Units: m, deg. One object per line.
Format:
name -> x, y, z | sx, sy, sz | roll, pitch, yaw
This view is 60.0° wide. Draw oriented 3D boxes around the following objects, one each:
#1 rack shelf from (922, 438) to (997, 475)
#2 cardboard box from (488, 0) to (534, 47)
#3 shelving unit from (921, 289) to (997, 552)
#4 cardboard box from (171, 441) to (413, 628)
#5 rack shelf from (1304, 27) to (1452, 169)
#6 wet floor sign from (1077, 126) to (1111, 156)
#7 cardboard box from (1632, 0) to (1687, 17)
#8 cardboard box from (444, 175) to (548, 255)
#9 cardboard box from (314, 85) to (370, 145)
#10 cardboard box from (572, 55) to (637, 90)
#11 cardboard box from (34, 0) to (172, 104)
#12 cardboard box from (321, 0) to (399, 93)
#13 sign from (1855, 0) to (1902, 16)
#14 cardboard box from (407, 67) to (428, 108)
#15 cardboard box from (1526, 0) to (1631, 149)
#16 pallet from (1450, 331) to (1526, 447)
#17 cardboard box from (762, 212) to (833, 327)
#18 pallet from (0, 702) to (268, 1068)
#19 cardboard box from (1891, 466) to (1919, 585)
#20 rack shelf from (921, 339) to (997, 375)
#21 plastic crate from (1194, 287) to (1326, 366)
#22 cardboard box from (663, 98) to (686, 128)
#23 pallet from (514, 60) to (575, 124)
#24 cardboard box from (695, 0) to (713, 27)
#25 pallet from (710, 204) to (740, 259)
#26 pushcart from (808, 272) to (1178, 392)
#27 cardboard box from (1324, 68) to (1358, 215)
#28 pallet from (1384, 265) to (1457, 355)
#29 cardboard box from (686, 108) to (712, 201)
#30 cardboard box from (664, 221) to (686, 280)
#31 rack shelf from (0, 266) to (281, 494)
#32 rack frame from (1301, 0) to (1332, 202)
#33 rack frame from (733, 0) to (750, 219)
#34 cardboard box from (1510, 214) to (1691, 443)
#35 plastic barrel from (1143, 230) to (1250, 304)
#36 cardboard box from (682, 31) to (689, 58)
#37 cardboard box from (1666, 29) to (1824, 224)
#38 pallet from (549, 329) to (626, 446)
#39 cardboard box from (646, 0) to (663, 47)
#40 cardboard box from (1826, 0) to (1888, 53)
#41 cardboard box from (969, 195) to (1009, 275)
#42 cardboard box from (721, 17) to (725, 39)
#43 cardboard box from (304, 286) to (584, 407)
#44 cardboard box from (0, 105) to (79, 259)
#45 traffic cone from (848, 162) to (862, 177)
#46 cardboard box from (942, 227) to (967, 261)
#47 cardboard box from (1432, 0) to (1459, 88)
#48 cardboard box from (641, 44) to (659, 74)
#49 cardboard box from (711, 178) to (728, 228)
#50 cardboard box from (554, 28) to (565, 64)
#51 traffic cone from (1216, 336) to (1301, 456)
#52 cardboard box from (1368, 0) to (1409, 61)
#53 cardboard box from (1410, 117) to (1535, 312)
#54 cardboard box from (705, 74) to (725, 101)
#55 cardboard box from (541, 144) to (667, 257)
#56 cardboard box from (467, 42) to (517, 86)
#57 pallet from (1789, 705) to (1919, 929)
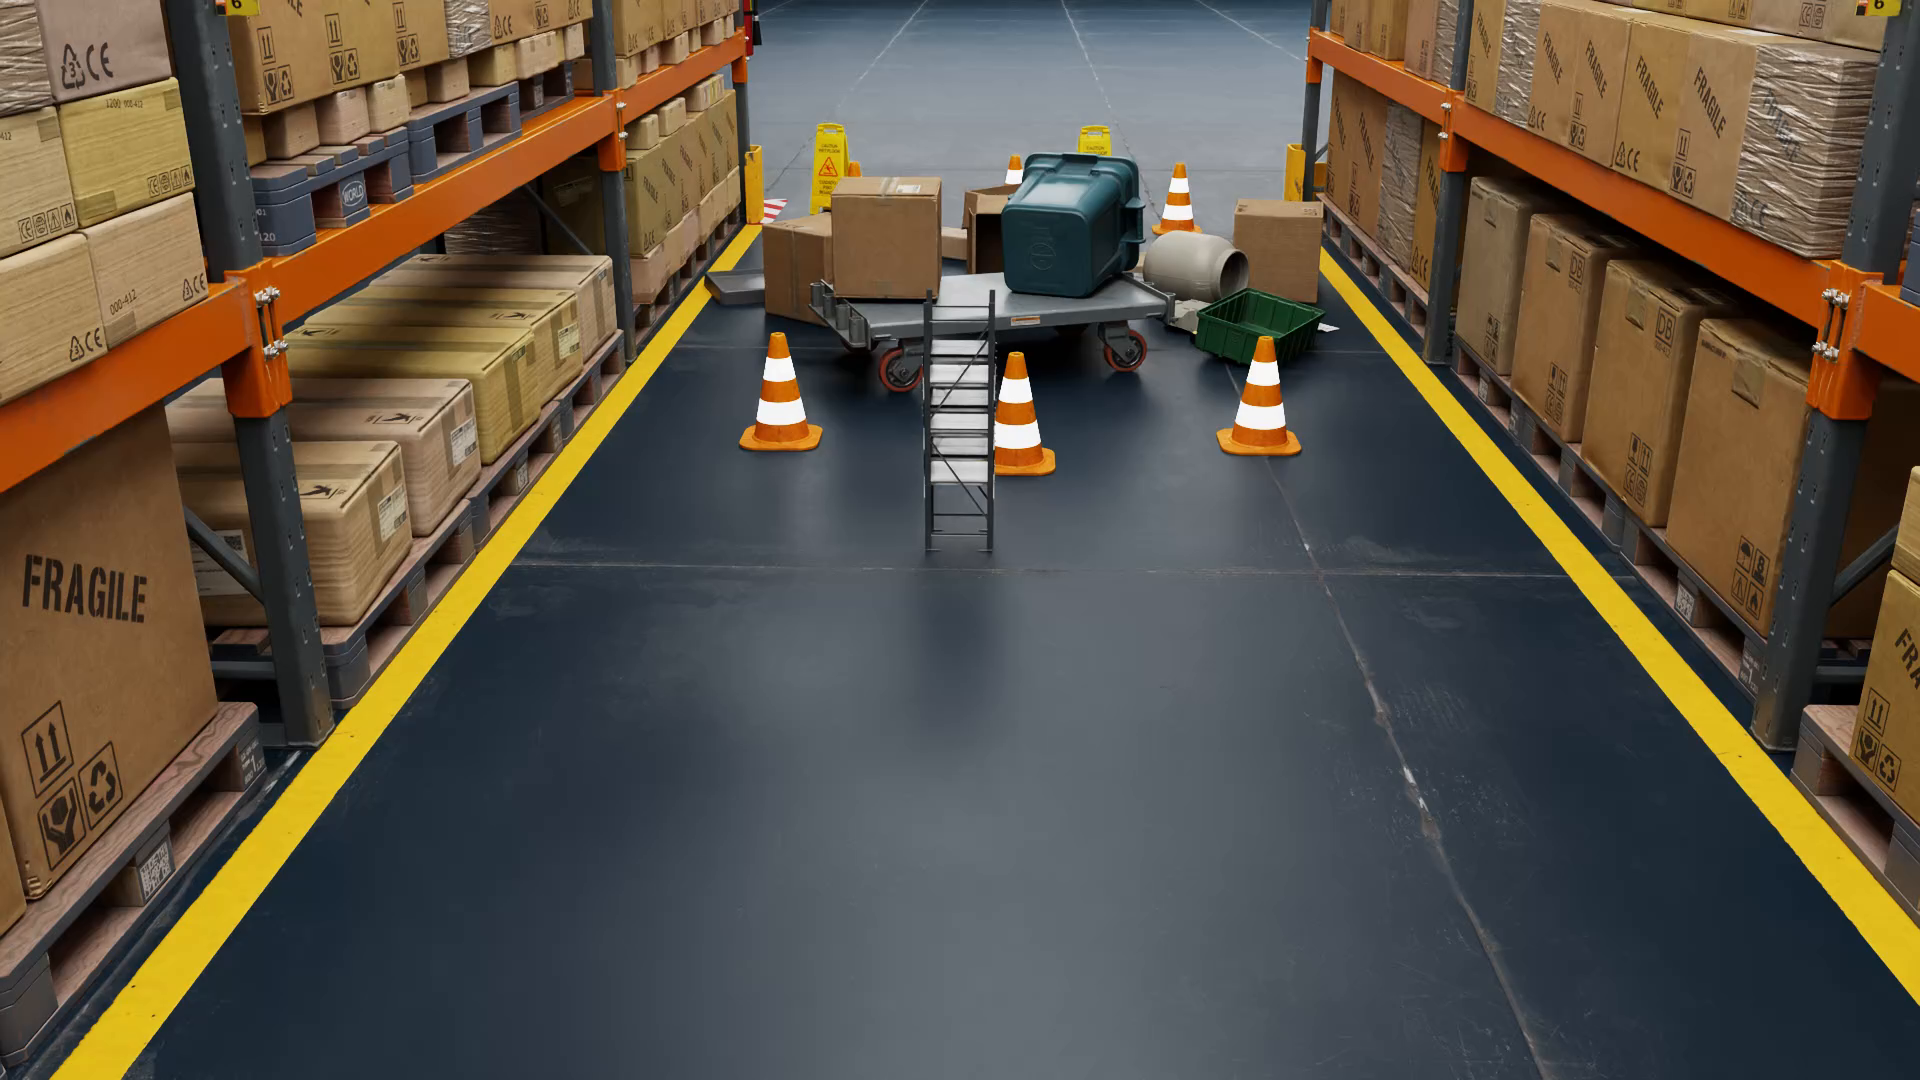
rack shelf -> 0.000, -0.302, 5.903 | 0.258, 0.077, 0.200 | 1, 21, 2
cardboard box -> -1.949, -2.143, 6.275 | 0.500, 0.500, 0.500 | 1, 21, 3
shelving unit -> 0.000, -0.417, 5.859 | 0.258, 0.900, 0.210 | 1, 21, 2
cardboard box -> -2.224, -0.026, 5.001 | 0.950, 0.372, 0.625 | -1, 21, -2
rack shelf -> 2.882, -2.667, 9.750 | 1.077, 0.370, 4.000 | 1, 21, 2
wet floor sign -> 0.965, -2.660, 11.993 | 0.267, 0.644, 0.232 | -3, 21, -8
cardboard box -> 2.766, -2.061, 5.674 | 0.700, 0.500, 0.500 | 0, 21, 1
cardboard box -> -2.379, -1.778, 8.647 | 0.500, 0.500, 0.500 | 0, 21, 1
cardboard box -> -1.959, -1.245, 4.858 | 0.380, 0.149, 0.250 | -1, 21, -2
cardboard box -> -1.799, -2.290, 8.132 | 0.380, 0.149, 0.250 | 1, 21, 1
cardboard box -> -2.005, -1.174, 3.387 | 0.500, 0.500, 0.500 | 0, 21, 0
cardboard box -> -1.997, -1.581, 4.826 | 0.500, 0.500, 0.500 | 2, 21, 4
sign -> 2.145, -1.378, 3.832 | 0.100, 0.325, 0.005 | 1, 21, 2
cardboard box -> -2.031, -1.535, 5.605 | 0.380, 0.149, 0.250 | 1, 21, 4
cardboard box -> 2.504, -1.775, 6.320 | 0.500, 0.500, 0.500 | 1, 21, 1
pallet -> 2.874, -0.699, 7.540 | 1.003, 0.211, 1.213 | 1, 21, 2
cardboard box -> -0.736, -1.505, 9.214 | 0.500, 0.500, 0.500 | 18, 27, 38
pallet -> -2.350, 0.733, 3.847 | 1.003, 0.211, 1.213 | 1, 21, 2
cardboard box -> 2.437, 0.034, 3.634 | 0.500, 0.250, 0.500 | 0, 21, -1
rack shelf -> 0.000, -0.637, 5.773 | 0.258, 0.077, 0.200 | 1, 21, 2
plastic crate -> 1.517, -1.072, 8.454 | 0.450, 0.188, 0.662 | 23, 29, 25
cardboard box -> -1.758, -2.401, 9.358 | 0.380, 0.149, 0.250 | 2, 21, 5
pallet -> -2.298, -1.933, 7.129 | 1.003, 0.211, 1.213 | 1, 21, 2
cardboard box -> -1.787, -3.368, 10.012 | 0.500, 0.500, 0.500 | 1, 21, 1
pallet -> -2.070, -2.123, 11.208 | 1.003, 0.211, 1.213 | 1, 21, 2
pushcart -> 0.151, -1.068, 8.259 | 1.648, 0.377, 0.936 | -7, 22, -17
cardboard box -> 2.989, -2.685, 11.158 | 0.875, 0.875, 0.875 | 1, 21, 2
pallet -> 2.923, -1.253, 8.967 | 1.003, 0.211, 1.213 | 1, 21, 2
cardboard box -> -1.806, -2.343, 10.105 | 0.500, 0.500, 0.500 | 0, 21, 0
cardboard box -> -1.836, -1.615, 9.264 | 0.500, 0.250, 0.500 | 2, 21, 5
rack shelf -> -2.312, 0.208, 2.342 | 1.077, 0.370, 4.000 | 1, 21, 2
rack frame -> 2.943, -3.725, 11.484 | 1.000, 3.000, 0.127 | 1, 21, 2
rack frame -> -2.007, -3.743, 11.530 | 1.000, 3.000, 0.127 | 1, 21, 2
cardboard box -> 2.860, -0.852, 6.608 | 1.050, 0.750, 0.750 | 1, 21, 2
plastic barrel -> 1.323, -1.505, 9.323 | 0.512, 0.421, 0.421 | 18, 27, 38
cardboard box -> -1.771, -2.844, 9.560 | 0.380, 0.149, 0.250 | 1, 21, 1
cardboard box -> 2.462, -1.226, 4.903 | 0.500, 0.500, 0.500 | 1, 21, 2
pallet -> -2.151, -0.716, 7.581 | 1.003, 0.211, 1.213 | 1, 21, 2
cardboard box -> -1.845, -2.820, 8.601 | 0.500, 0.500, 0.500 | 1, 21, 1
cardboard box -> 2.724, -1.508, 4.248 | 0.700, 0.500, 0.500 | 1, 21, 1
cardboard box -> 0.449, -1.642, 9.377 | 0.797, 0.637, 0.503 | 1, 21, 2
cardboard box -> -1.731, -3.303, 10.743 | 0.380, 0.149, 0.250 | 0, 21, 1
cardboard box -> -2.161, -0.818, 7.043 | 0.950, 0.372, 0.625 | 2, 21, 5
cardboard box -> -2.023, -0.651, 3.075 | 0.500, 0.250, 0.500 | 0, 21, 0
traffic cone -> -0.731, -2.391, 11.552 | 0.336, 0.463, 0.334 | 1, 21, 2
cardboard box -> -0.028, -1.918, 10.768 | 0.380, 0.149, 0.250 | 13, 25, 29
cardboard box -> 2.821, -2.483, 8.073 | 0.875, 0.550, 0.550 | 1, 21, 2
cardboard box -> -1.823, -2.568, 8.847 | 0.380, 0.149, 0.250 | 1, 21, 3
cardboard box -> -1.787, -2.175, 10.708 | 0.500, 0.250, 0.500 | 1, 21, 2
cardboard box -> -1.895, -2.092, 7.039 | 0.380, 0.149, 0.250 | 0, 21, 0
traffic cone -> 1.272, -0.628, 7.008 | 0.336, 0.463, 0.334 | 1, 21, 2
cardboard box -> 2.865, -3.068, 9.583 | 0.875, 0.550, 0.500 | 1, 21, 2
cardboard box -> 2.911, -1.711, 8.649 | 0.875, 0.875, 0.875 | 1, 21, 2
cardboard box -> -1.715, -2.883, 10.601 | 0.380, 0.149, 0.250 | 1, 21, 3
cardboard box -> -1.841, -1.771, 8.630 | 0.500, 0.500, 0.500 | 2, 21, 4
cardboard box -> -1.914, -1.818, 6.334 | 0.380, 0.149, 0.250 | 1, 21, 2
pallet -> 2.675, 0.750, 3.805 | 1.003, 0.211, 1.213 | 1, 21, 2
